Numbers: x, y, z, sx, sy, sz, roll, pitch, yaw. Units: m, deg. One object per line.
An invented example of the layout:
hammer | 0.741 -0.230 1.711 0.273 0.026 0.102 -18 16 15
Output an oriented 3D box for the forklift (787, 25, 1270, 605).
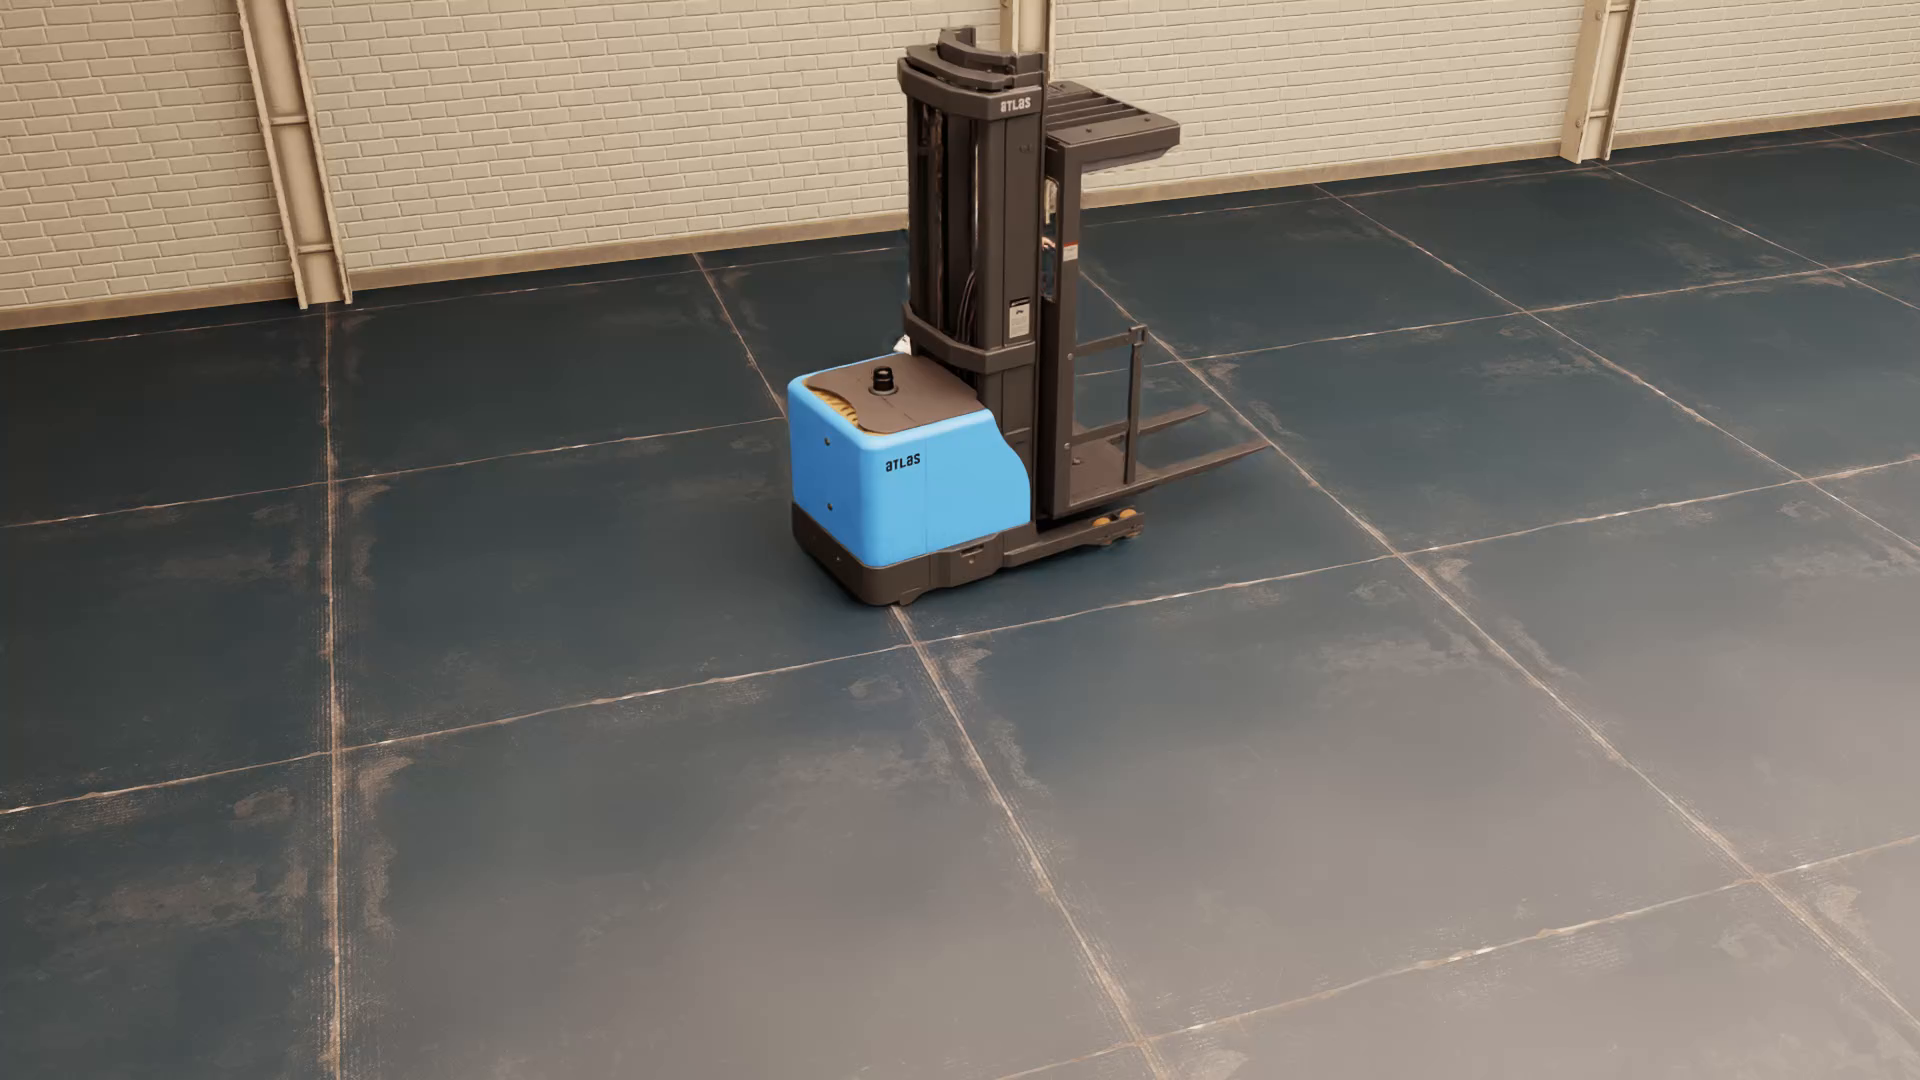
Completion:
forklift | 0.523 -1.442 9.593 3.031 2.935 1.130 -17 34 -27

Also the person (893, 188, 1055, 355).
person | 0.101 -1.829 11.686 1.166 1.517 0.854 0 30 0
